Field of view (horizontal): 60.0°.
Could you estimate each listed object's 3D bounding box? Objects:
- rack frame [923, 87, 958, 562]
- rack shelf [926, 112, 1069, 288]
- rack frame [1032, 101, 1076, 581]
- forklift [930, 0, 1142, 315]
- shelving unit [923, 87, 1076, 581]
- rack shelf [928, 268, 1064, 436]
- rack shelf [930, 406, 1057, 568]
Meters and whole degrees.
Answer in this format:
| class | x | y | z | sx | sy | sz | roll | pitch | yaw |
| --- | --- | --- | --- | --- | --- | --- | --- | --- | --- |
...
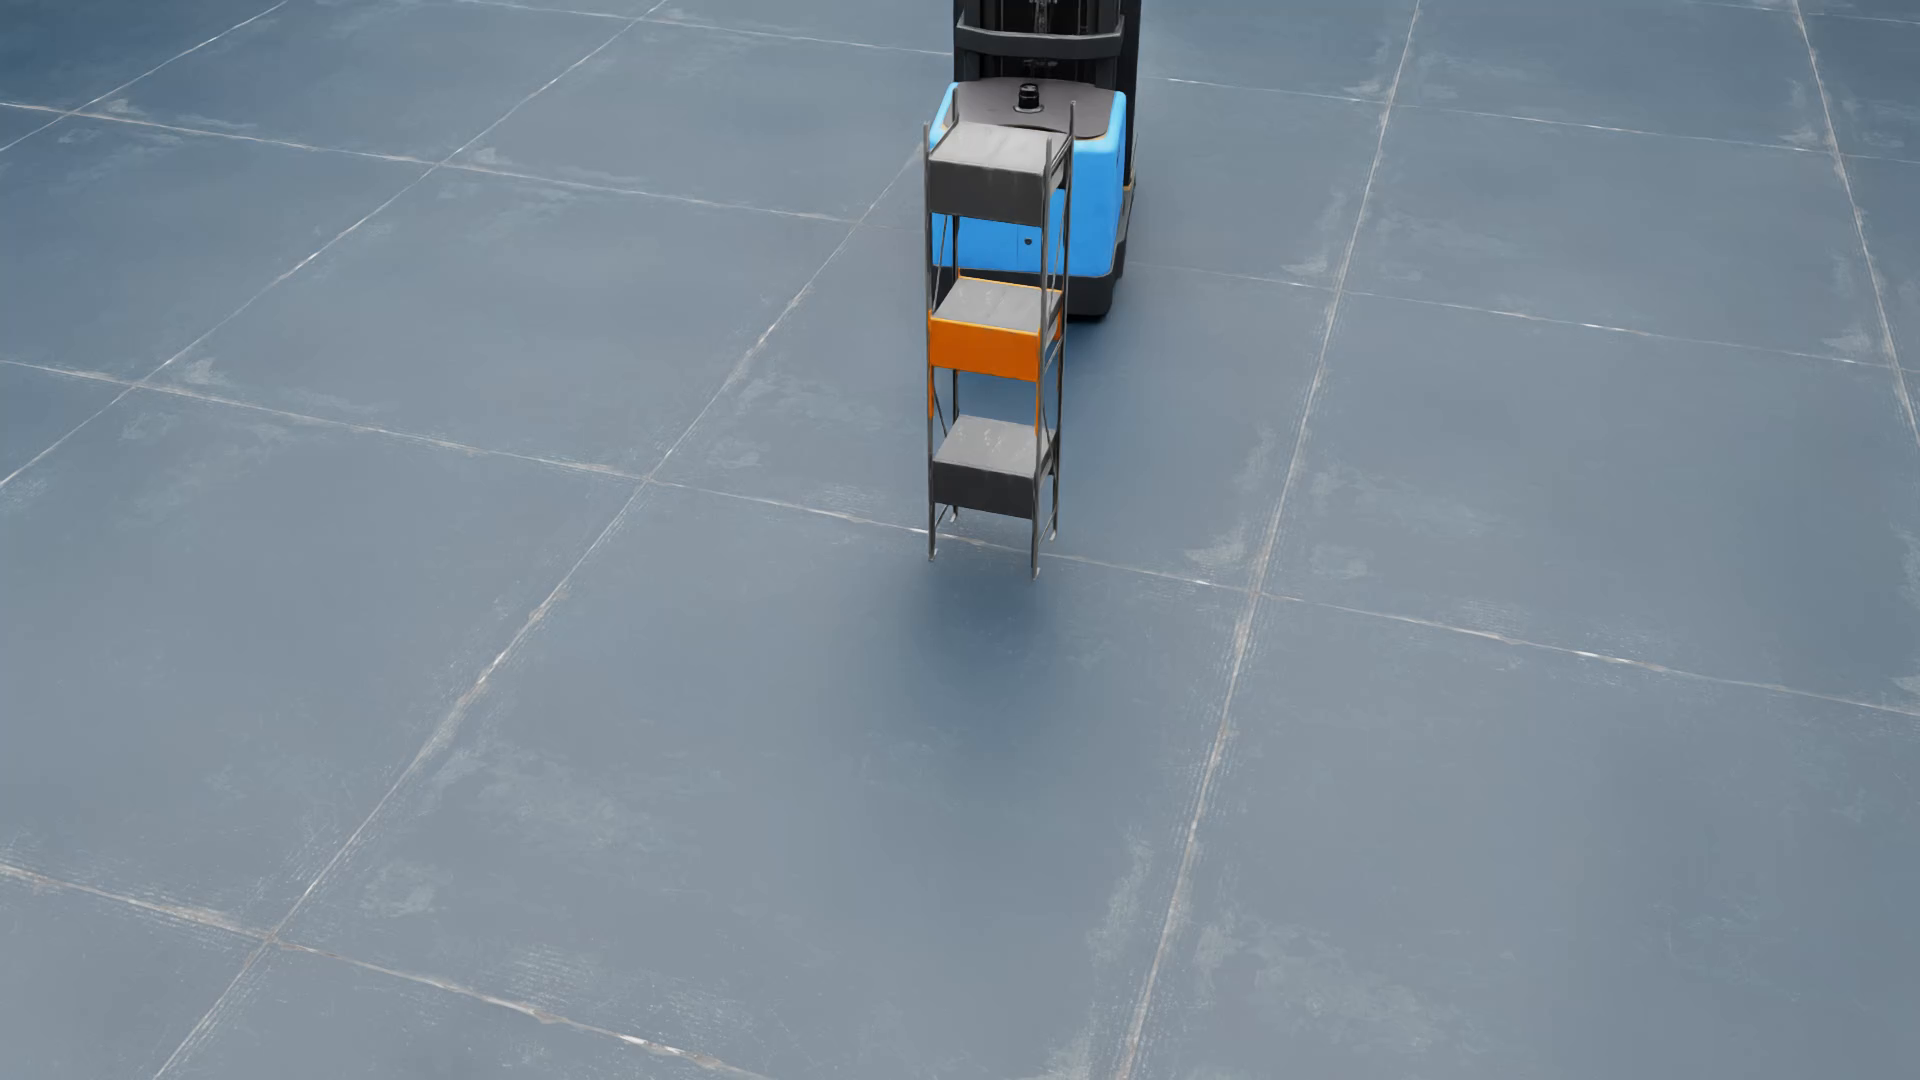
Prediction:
| class | x | y | z | sx | sy | sz | roll | pitch | yaw |
| --- | --- | --- | --- | --- | --- | --- | --- | --- | --- |
| rack frame | -0.075 | -0.860 | 7.146 | 0.015 | 2.100 | 0.400 | 10 | 38 | 14 |
| rack shelf | 0.158 | -1.369 | 6.681 | 0.480 | 0.518 | 0.431 | 10 | 38 | 14 |
| rack frame | 0.391 | -0.773 | 7.029 | 0.015 | 2.100 | 0.400 | 10 | 38 | 14 |
| forklift | 0.542 | -3.308 | 9.772 | 1.130 | 2.935 | 3.031 | 5 | 37 | 7 |
| shelving unit | 0.158 | -0.816 | 7.088 | 0.503 | 2.100 | 0.431 | 10 | 38 | 14 |
| rack shelf | 0.158 | -0.805 | 7.096 | 0.480 | 0.518 | 0.431 | 10 | 38 | 14 |
| rack shelf | 0.158 | -0.242 | 7.511 | 0.480 | 0.518 | 0.431 | 10 | 38 | 14 |
